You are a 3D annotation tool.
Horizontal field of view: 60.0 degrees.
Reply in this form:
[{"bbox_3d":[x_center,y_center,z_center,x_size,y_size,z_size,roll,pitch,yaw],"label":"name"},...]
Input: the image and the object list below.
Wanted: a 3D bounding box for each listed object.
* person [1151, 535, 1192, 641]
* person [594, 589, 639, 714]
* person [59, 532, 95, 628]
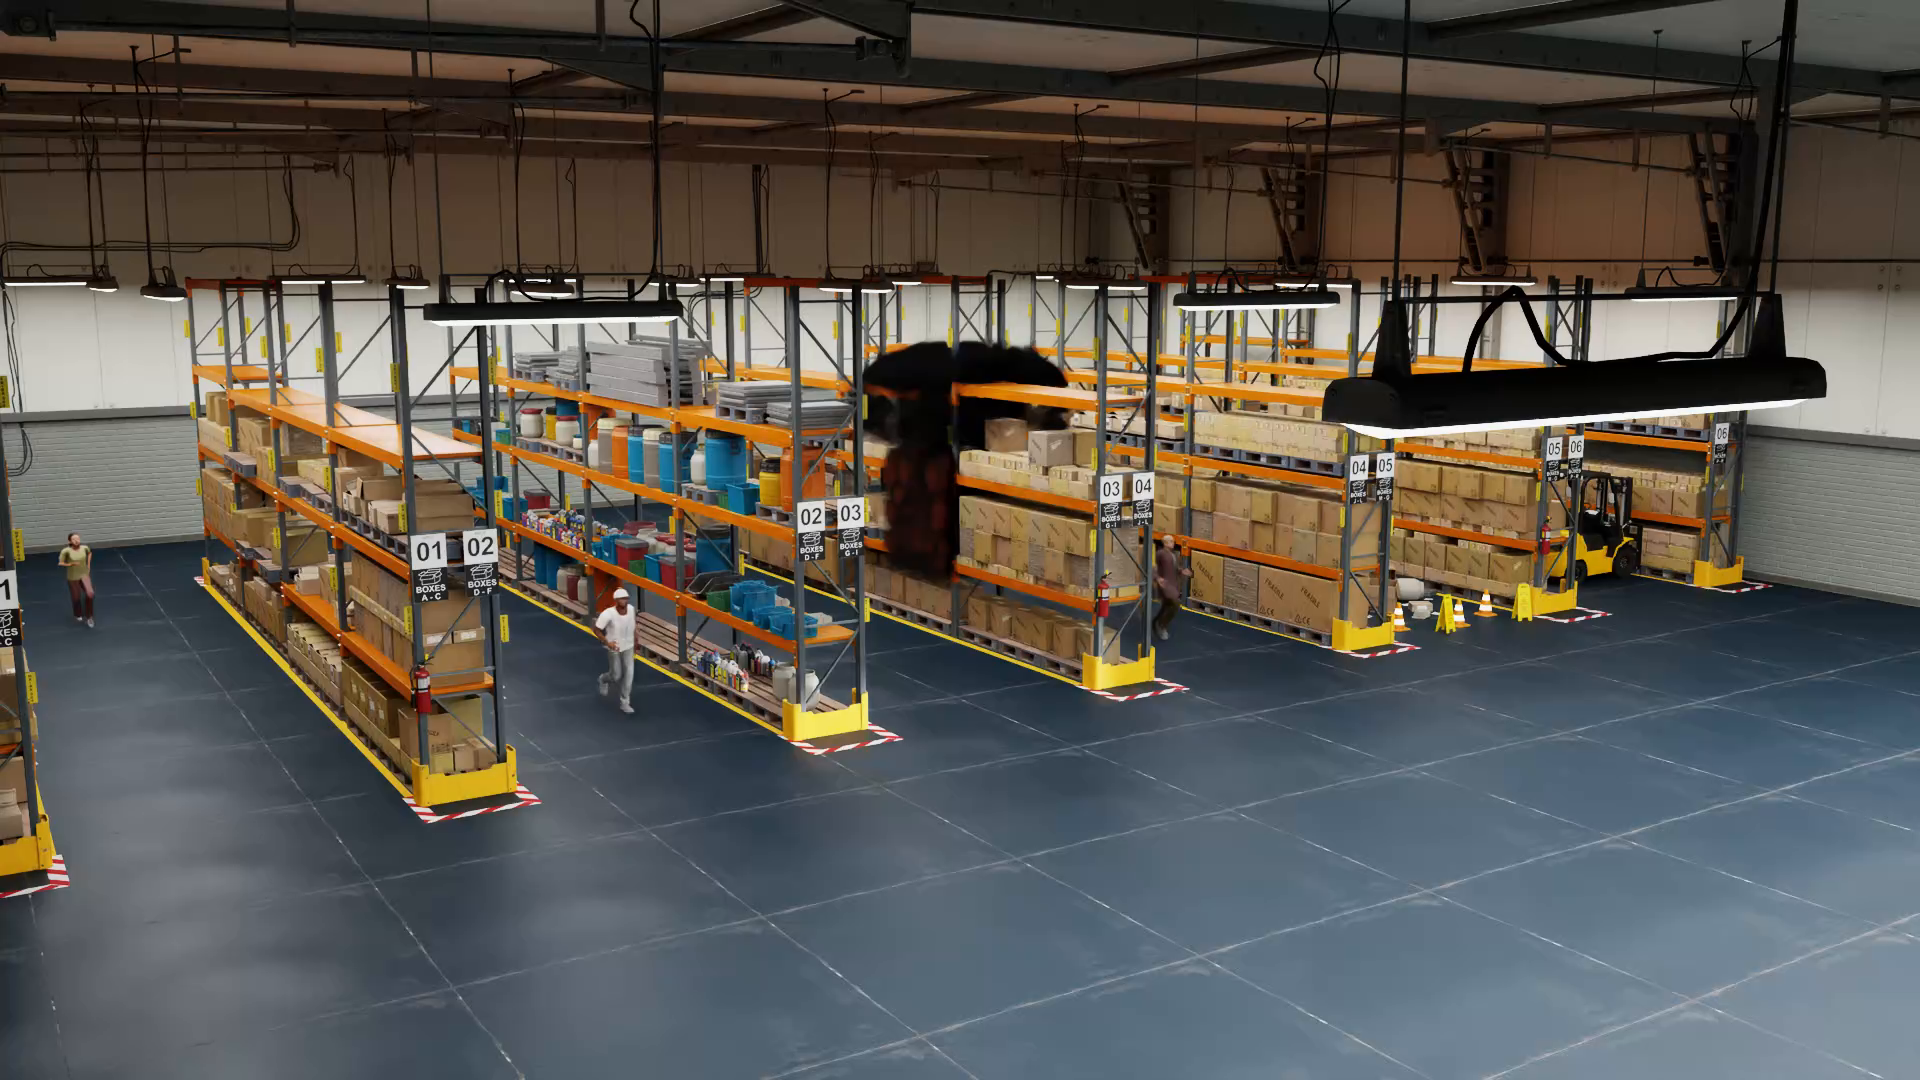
[{"bbox_3d":[3.511,0.802,27.982,0.753,1.784,0.679,7,12,34],"label":"person"},{"bbox_3d":[-4.871,1.544,23.679,0.727,1.746,0.871,-9,13,-44],"label":"person"},{"bbox_3d":[-15.385,0.689,28.974,0.560,1.687,0.764,-7,12,-38],"label":"person"}]
